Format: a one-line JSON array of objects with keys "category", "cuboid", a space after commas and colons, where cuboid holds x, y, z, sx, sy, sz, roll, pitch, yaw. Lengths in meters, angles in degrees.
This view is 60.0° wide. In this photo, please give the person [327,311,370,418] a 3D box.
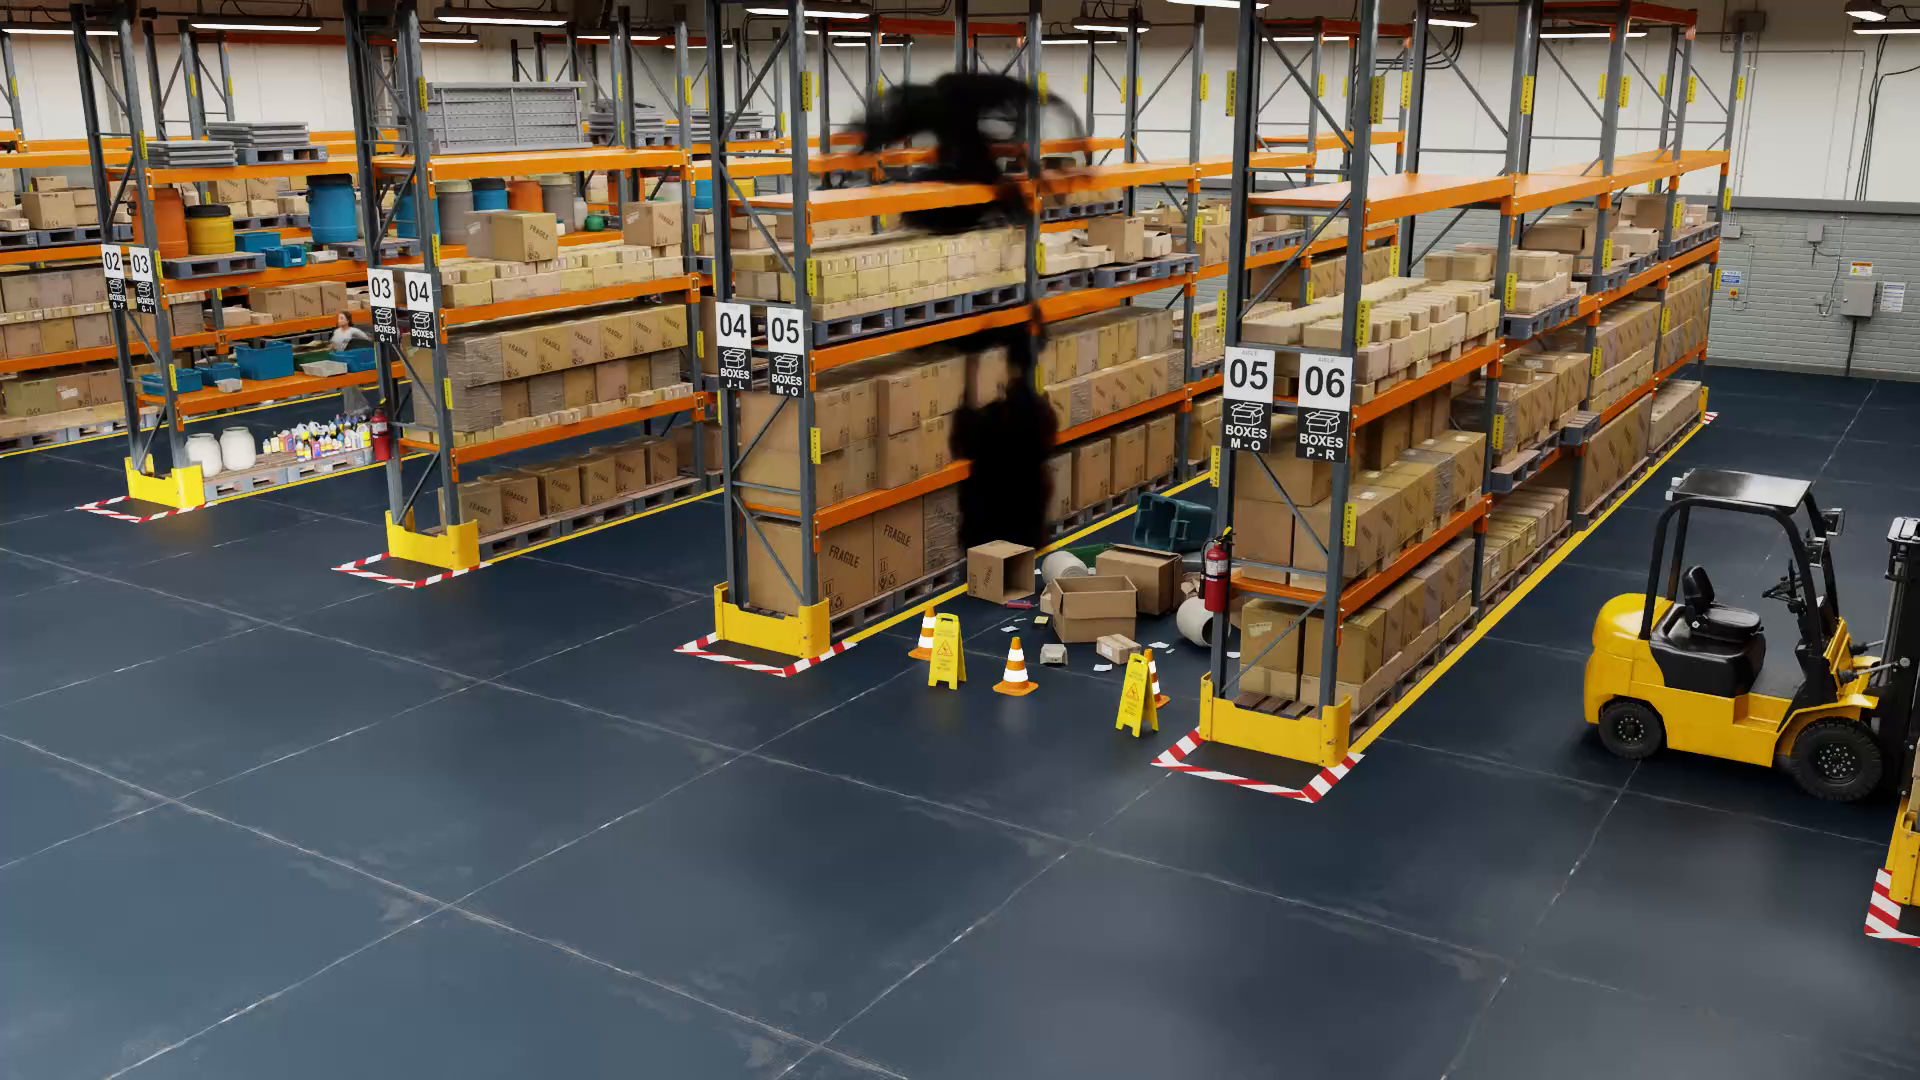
[{"category": "person", "cuboid": [-9.471, -2.695, 25.782, 0.546, 1.717, 0.720, 7, 17, 23]}]

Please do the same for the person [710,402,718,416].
[{"category": "person", "cuboid": [-3.402, -2.268, 24.340, 0.578, 1.619, 0.567, 8, 17, 26]}]

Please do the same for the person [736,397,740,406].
[{"category": "person", "cuboid": [-3.404, -3.039, 27.055, 0.635, 1.800, 0.837, 8, 18, 27]}]
